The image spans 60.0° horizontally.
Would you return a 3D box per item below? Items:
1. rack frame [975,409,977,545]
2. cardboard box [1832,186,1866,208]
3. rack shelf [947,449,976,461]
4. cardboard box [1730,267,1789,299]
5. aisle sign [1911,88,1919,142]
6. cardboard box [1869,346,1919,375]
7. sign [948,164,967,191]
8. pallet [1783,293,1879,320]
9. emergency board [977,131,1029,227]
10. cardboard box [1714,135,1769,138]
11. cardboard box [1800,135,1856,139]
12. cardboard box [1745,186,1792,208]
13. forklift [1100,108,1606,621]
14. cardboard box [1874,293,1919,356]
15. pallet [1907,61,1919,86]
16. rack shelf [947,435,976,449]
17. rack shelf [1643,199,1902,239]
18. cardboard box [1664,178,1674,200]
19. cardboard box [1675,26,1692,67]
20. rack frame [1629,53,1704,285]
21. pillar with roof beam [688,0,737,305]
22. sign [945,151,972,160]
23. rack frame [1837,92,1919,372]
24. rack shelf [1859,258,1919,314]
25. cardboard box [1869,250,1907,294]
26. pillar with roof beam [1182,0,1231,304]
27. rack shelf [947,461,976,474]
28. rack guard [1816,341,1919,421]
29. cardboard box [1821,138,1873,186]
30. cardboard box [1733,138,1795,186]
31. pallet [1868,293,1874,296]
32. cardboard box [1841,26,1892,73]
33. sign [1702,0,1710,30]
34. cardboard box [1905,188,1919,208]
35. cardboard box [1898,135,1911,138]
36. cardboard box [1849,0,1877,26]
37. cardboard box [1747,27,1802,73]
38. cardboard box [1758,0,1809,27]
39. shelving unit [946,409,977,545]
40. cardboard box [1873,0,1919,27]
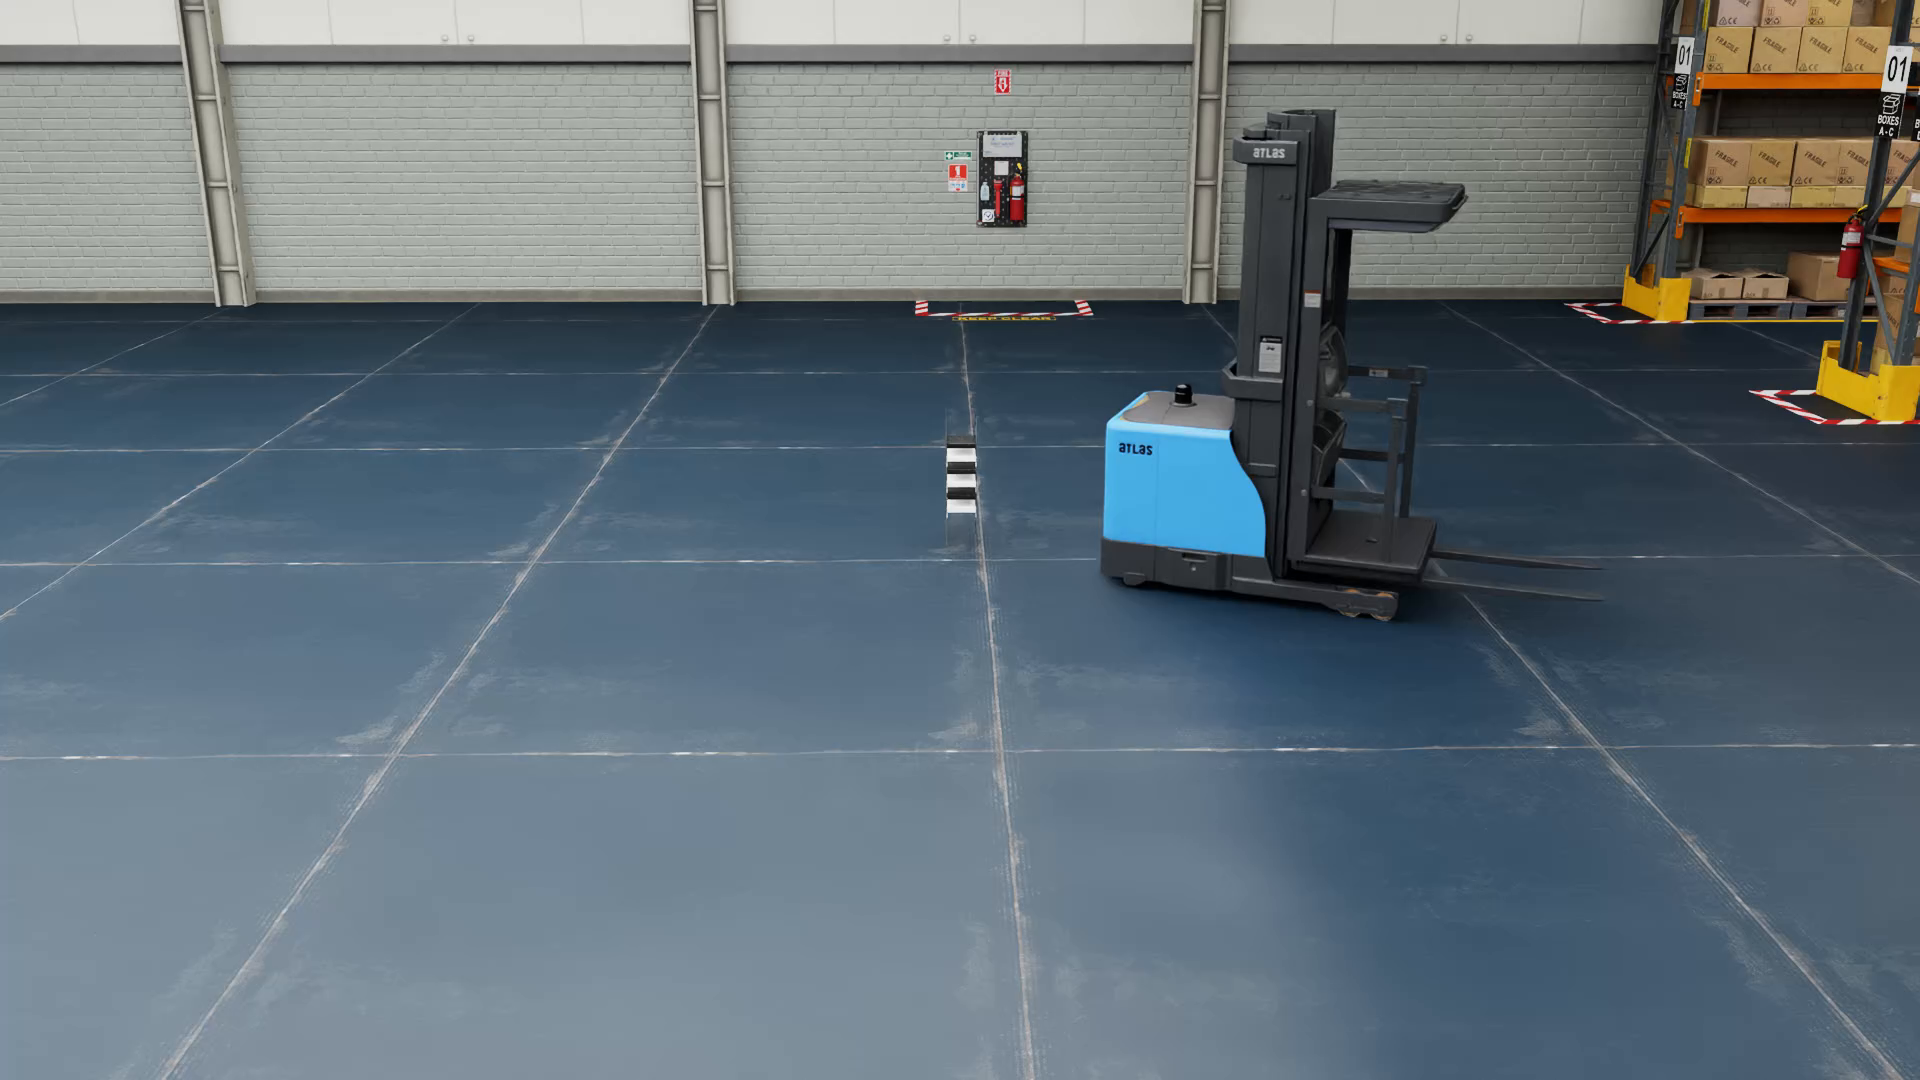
[{"bbox_3d":[0.110,-0.429,11.412,0.006,0.900,0.240,0,18,-1],"label":"rack frame"},{"bbox_3d":[10.340,-4.033,19.423,0.500,0.250,0.500,0,18,0],"label":"cardboard box"},{"bbox_3d":[0.008,-0.568,11.365,0.200,0.077,0.258,0,18,-1],"label":"rack shelf"},{"bbox_3d":[9.577,-3.088,19.946,0.500,0.311,0.500,1,18,4],"label":"cardboard box"},{"bbox_3d":[8.335,-3.812,14.263,0.004,0.787,0.394,0,18,-1],"label":"aisle sign"},{"bbox_3d":[8.927,-1.651,15.598,0.500,0.250,0.500,0,18,-1],"label":"cardboard box"},{"bbox_3d":[-0.026,-4.465,20.497,0.234,0.329,0.001,0,18,-1],"label":"sign"},{"bbox_3d":[10.419,-2.851,20.090,1.213,0.211,1.003,0,18,-1],"label":"pallet"},{"bbox_3d":[0.529,-4.419,20.412,0.643,1.169,0.194,0,18,-1],"label":"emergency board"},{"bbox_3d":[9.285,-4.542,19.782,0.500,0.500,0.500,0,18,0],"label":"cardboard box"},{"bbox_3d":[10.305,-4.549,19.802,0.500,0.500,0.500,0,18,0],"label":"cardboard box"},{"bbox_3d":[9.325,-4.031,19.416,0.500,0.250,0.500,-1,18,-3],"label":"cardboard box"},{"bbox_3d":[2.471,-1.092,10.152,3.031,2.935,1.130,7,19,20],"label":"forklift"},{"bbox_3d":[8.927,-2.009,15.486,0.500,0.500,0.500,0,18,-1],"label":"cardboard box"},{"bbox_3d":[9.103,-4.049,14.494,1.213,0.211,1.003,0,18,-1],"label":"pallet"},{"bbox_3d":[0.008,-0.654,11.338,0.200,0.077,0.258,0,18,-1],"label":"rack shelf"},{"bbox_3d":[10.313,-3.848,19.809,4.000,0.370,1.077,0,18,-1],"label":"rack shelf"},{"bbox_3d":[8.778,-4.180,19.881,0.500,0.250,0.500,0,18,0],"label":"cardboard box"},{"bbox_3d":[8.727,-5.745,19.440,0.500,0.500,0.500,1,18,3],"label":"cardboard box"},{"bbox_3d":[8.313,-4.181,19.669,0.127,3.000,1.000,0,18,-1],"label":"rack frame"},{"bbox_3d":[-2.931,-5.932,15.308,0.400,9.000,9.100,0,18,-1],"label":"pillar with roof beam"},{"bbox_3d":[-0.021,-4.714,20.407,0.331,0.109,0.001,0,18,-1],"label":"sign"},{"bbox_3d":[8.395,-2.668,14.953,0.127,3.000,1.000,0,18,-1],"label":"rack frame"},{"bbox_3d":[10.395,-2.335,15.093,4.000,0.370,1.077,0,18,-1],"label":"rack shelf"},{"bbox_3d":[11.276,-3.202,19.990,0.500,0.500,0.500,-2,18,-5],"label":"cardboard box"},{"bbox_3d":[3.068,-5.961,15.398,0.400,9.000,9.100,0,18,-1],"label":"pillar with roof beam"},{"bbox_3d":[0.008,-0.482,11.393,0.200,0.077,0.258,0,18,-1],"label":"rack shelf"},{"bbox_3d":[8.371,-1.477,15.334,0.348,0.500,1.175,0,18,-1],"label":"rack guard"},{"bbox_3d":[10.323,-4.392,19.314,0.500,0.500,0.500,0,18,1],"label":"cardboard box"},{"bbox_3d":[9.290,-4.386,19.294,0.500,0.500,0.500,0,18,-1],"label":"cardboard box"},{"bbox_3d":[11.642,-2.858,20.112,1.213,0.211,1.003,0,18,-1],"label":"pallet"},{"bbox_3d":[10.244,-5.596,18.974,0.500,0.500,0.500,1,18,3],"label":"cardboard box"},{"bbox_3d":[8.322,-5.859,18.561,0.005,0.325,0.100,0,18,-1],"label":"sign"},{"bbox_3d":[8.774,-3.084,15.026,0.250,0.149,0.380,-1,18,-2],"label":"cardboard box"},{"bbox_3d":[11.322,-4.555,19.822,0.500,0.500,0.500,0,18,-1],"label":"cardboard box"},{"bbox_3d":[10.282,-6.226,19.301,0.500,0.500,0.500,0,18,-1],"label":"cardboard box"},{"bbox_3d":[9.189,-5.583,18.934,0.500,0.500,0.500,1,18,3],"label":"cardboard box"},{"bbox_3d":[9.205,-6.057,18.774,0.500,0.500,0.500,0,18,-1],"label":"cardboard box"},{"bbox_3d":[0.008,-0.429,11.410,0.210,0.900,0.258,0,18,-1],"label":"shelving unit"},{"bbox_3d":[10.746,-6.065,18.798,0.500,0.500,0.500,-1,18,-3],"label":"cardboard box"}]
